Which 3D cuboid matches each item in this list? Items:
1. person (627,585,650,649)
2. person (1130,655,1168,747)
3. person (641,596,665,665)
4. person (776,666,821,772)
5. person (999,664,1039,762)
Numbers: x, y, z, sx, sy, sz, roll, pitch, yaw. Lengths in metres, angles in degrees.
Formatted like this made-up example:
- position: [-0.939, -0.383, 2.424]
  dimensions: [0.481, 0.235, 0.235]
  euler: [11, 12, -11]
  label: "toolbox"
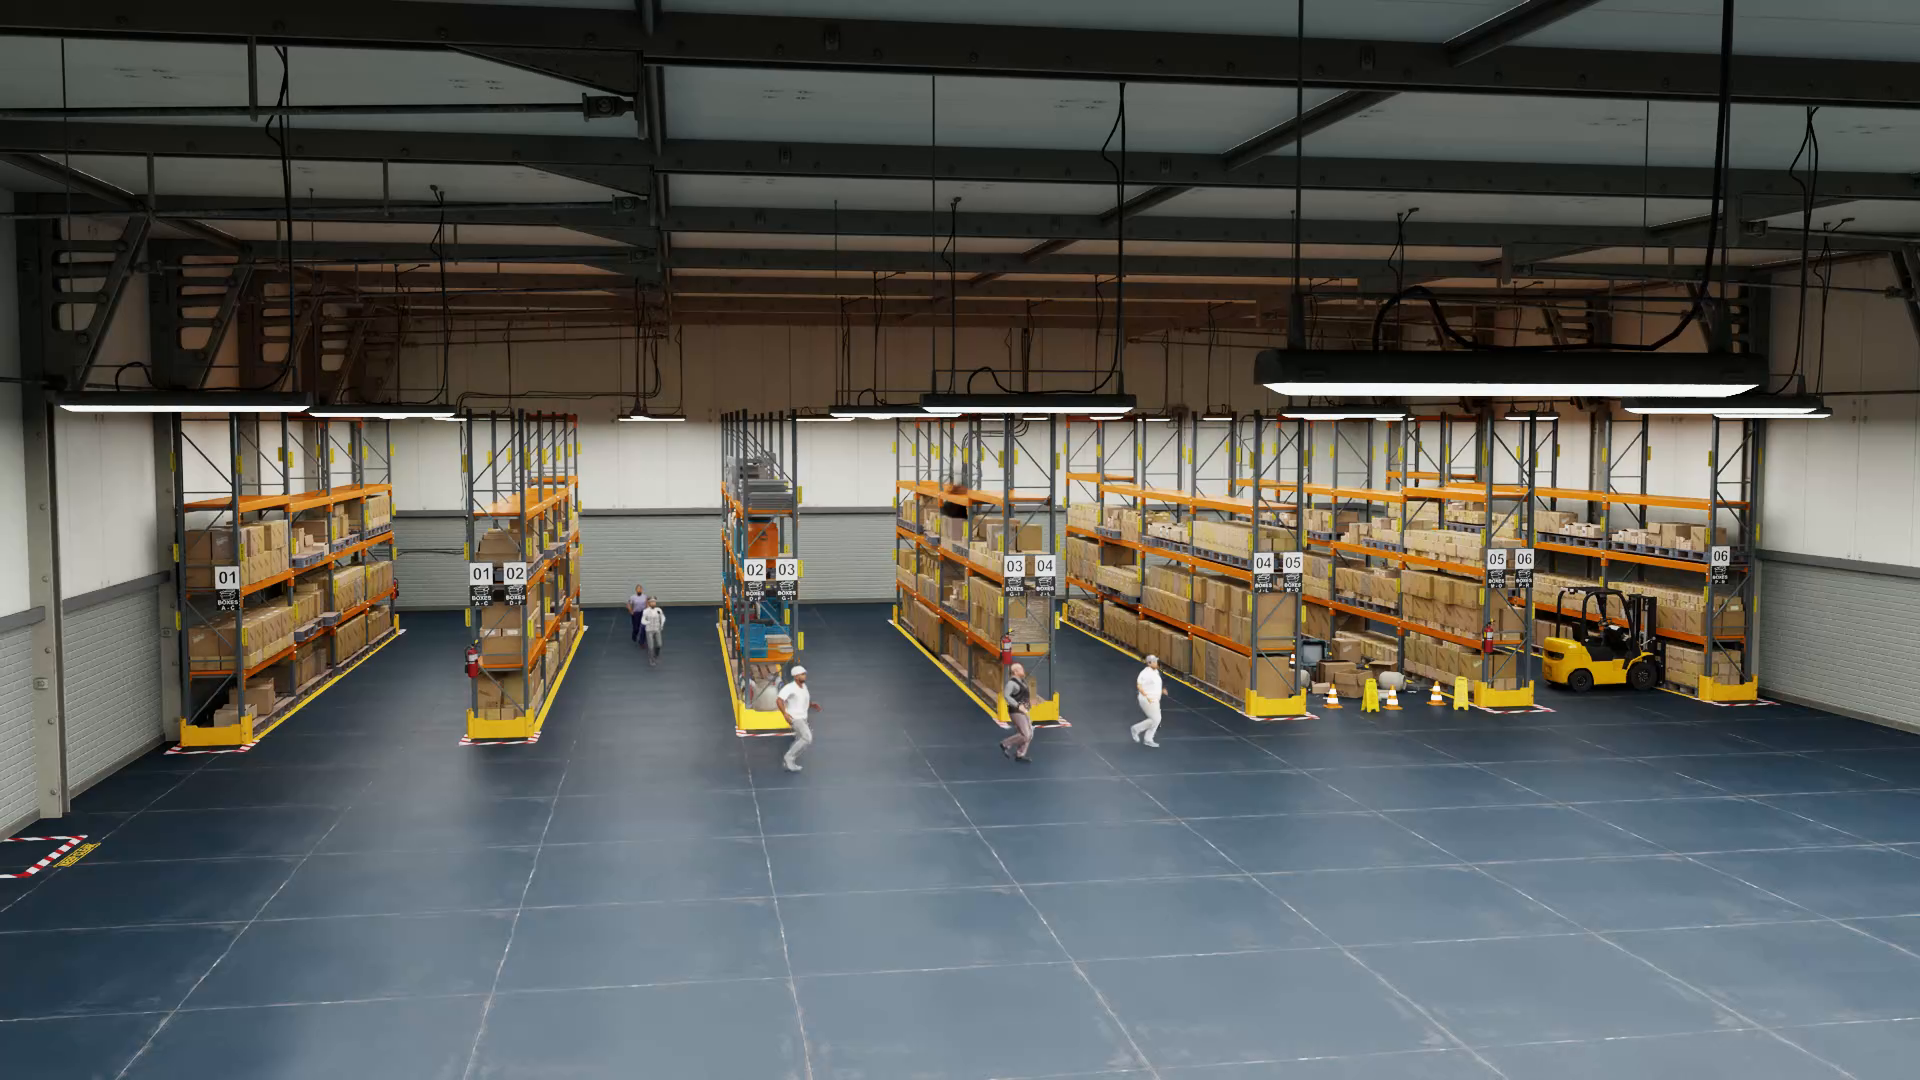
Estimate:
- position: [-8.218, 1.961, 42.642]
  dimensions: [0.608, 1.623, 0.685]
  euler: [-2, 4, -21]
  label: "person"
- position: [3.382, 2.855, 29.601]
  dimensions: [0.589, 1.642, 0.599]
  euler: [2, 5, 28]
  label: "person"
- position: [-7.207, 2.147, 39.199]
  dimensions: [0.591, 1.656, 0.598]
  euler: [-1, 4, -20]
  label: "person"
- position: [-2.628, 2.936, 27.397]
  dimensions: [0.612, 1.733, 0.704]
  euler: [1, 4, 16]
  label: "person"
- position: [0.997, 2.923, 28.142]
  dimensions: [0.608, 1.670, 0.658]
  euler: [2, 4, 21]
  label: "person"
